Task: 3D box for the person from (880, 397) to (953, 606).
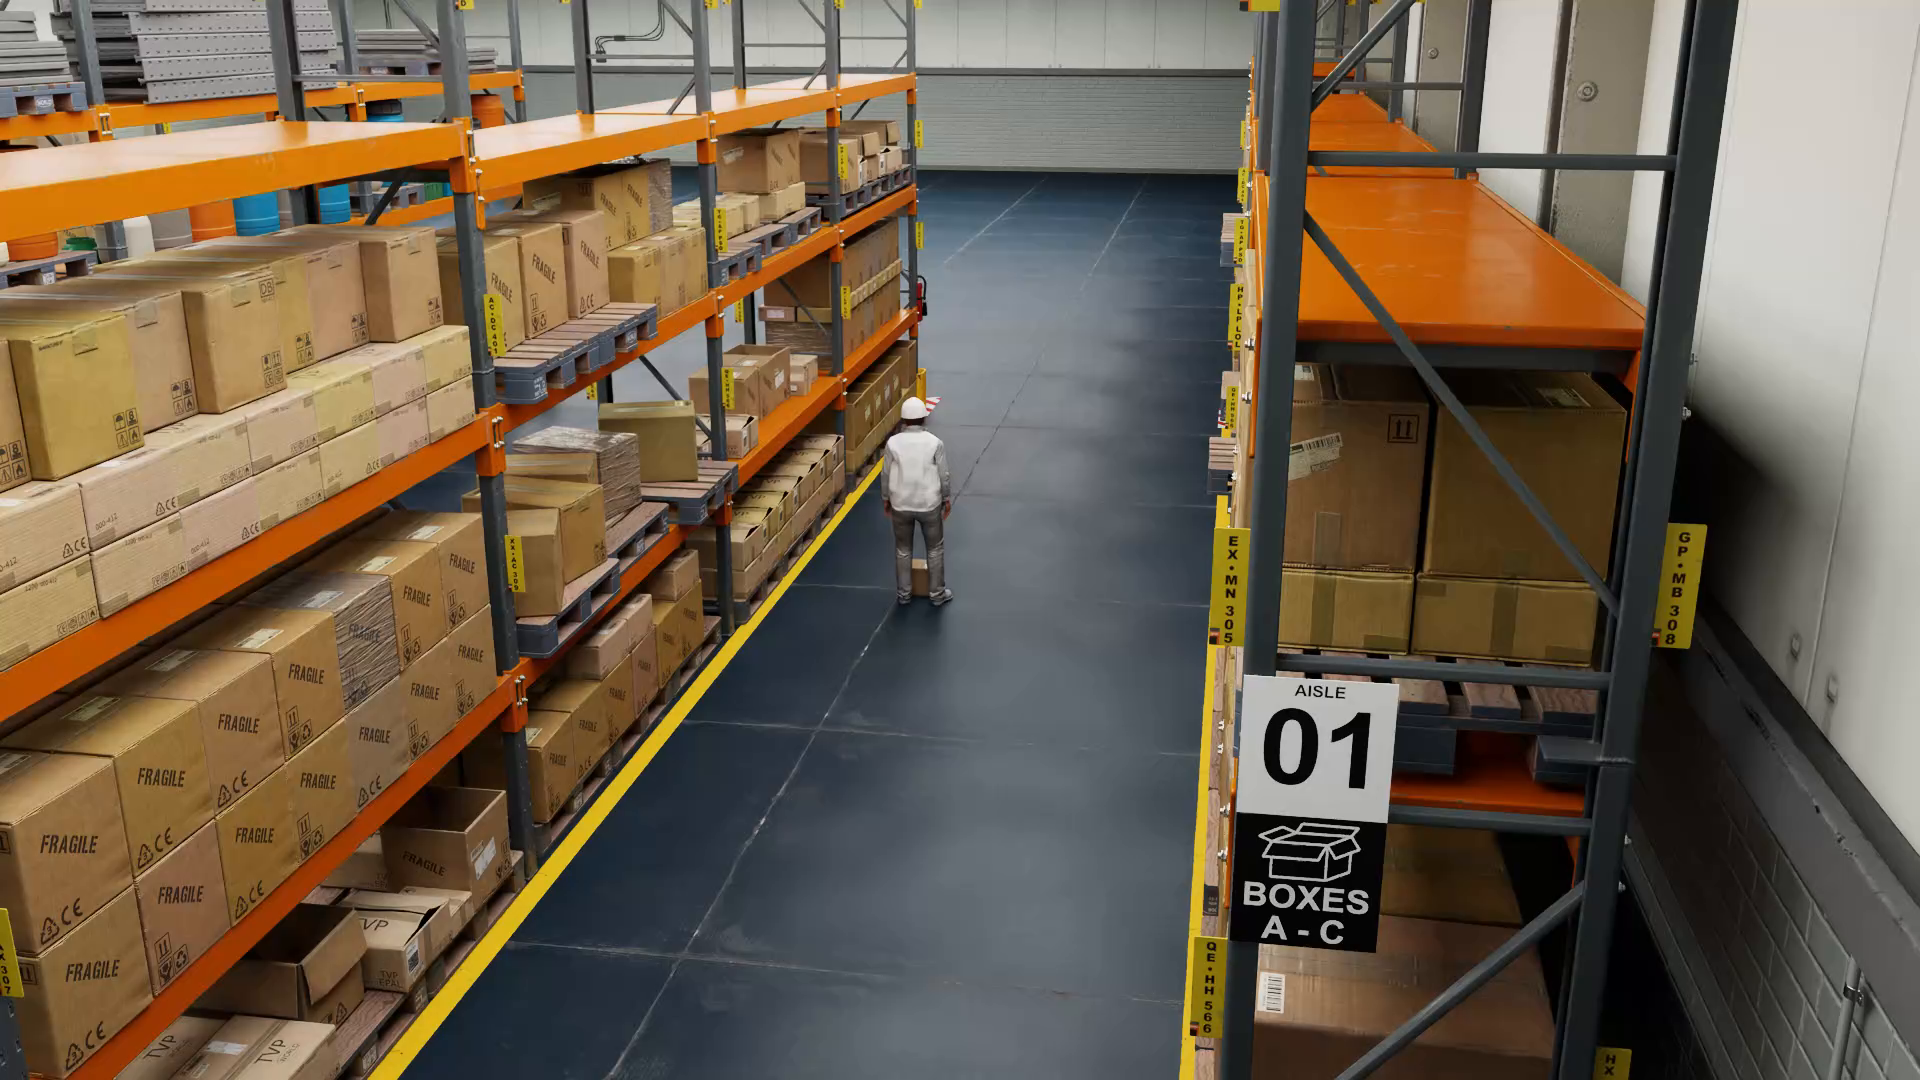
[{"bbox_3d":[-0.367,-0.320,14.007,0.594,1.773,0.458,2,18,6],"label":"person"}]
